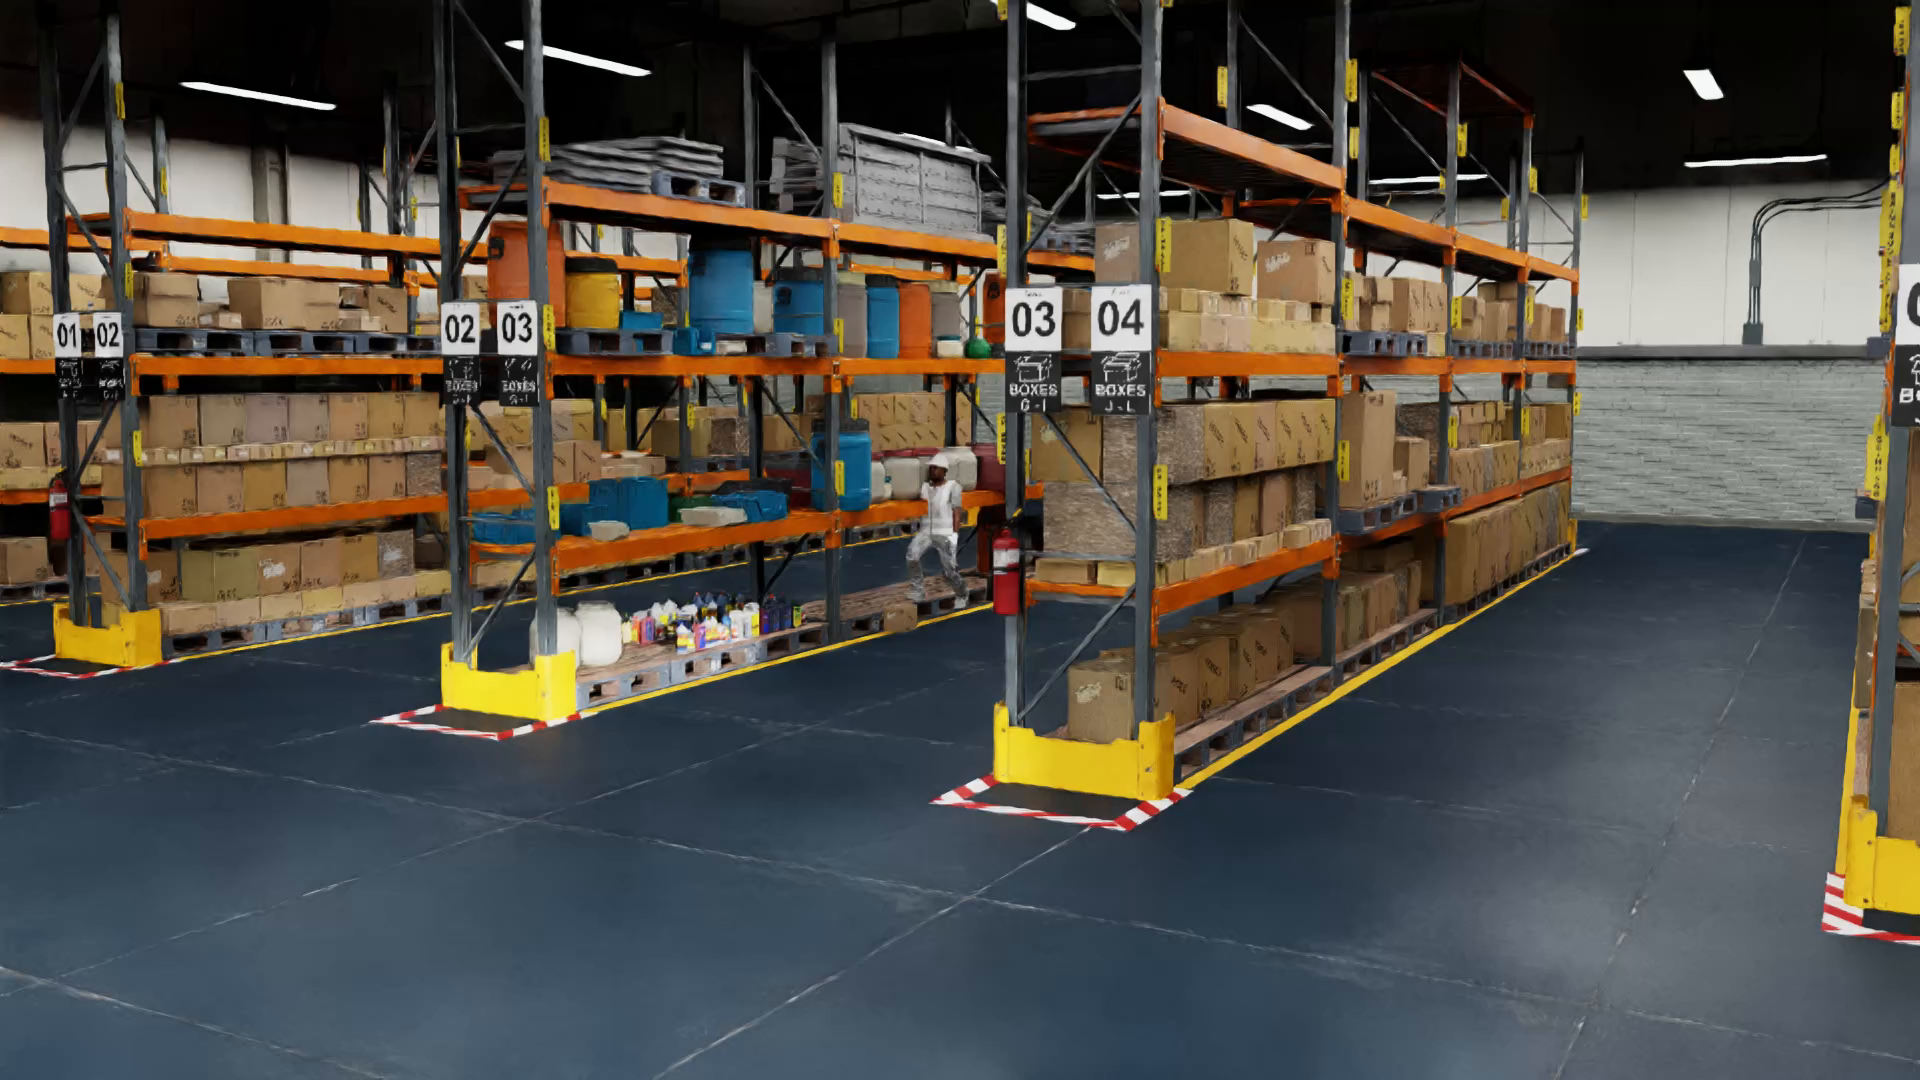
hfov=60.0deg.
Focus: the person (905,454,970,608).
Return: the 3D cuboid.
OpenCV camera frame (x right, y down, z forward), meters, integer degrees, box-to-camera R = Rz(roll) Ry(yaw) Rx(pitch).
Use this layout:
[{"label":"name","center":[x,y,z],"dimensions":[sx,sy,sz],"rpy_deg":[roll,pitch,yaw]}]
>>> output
[{"label":"person","center":[-0.252,-0.079,17.876],"dimensions":[0.557,1.679,0.880],"rpy_deg":[3,7,26]}]
